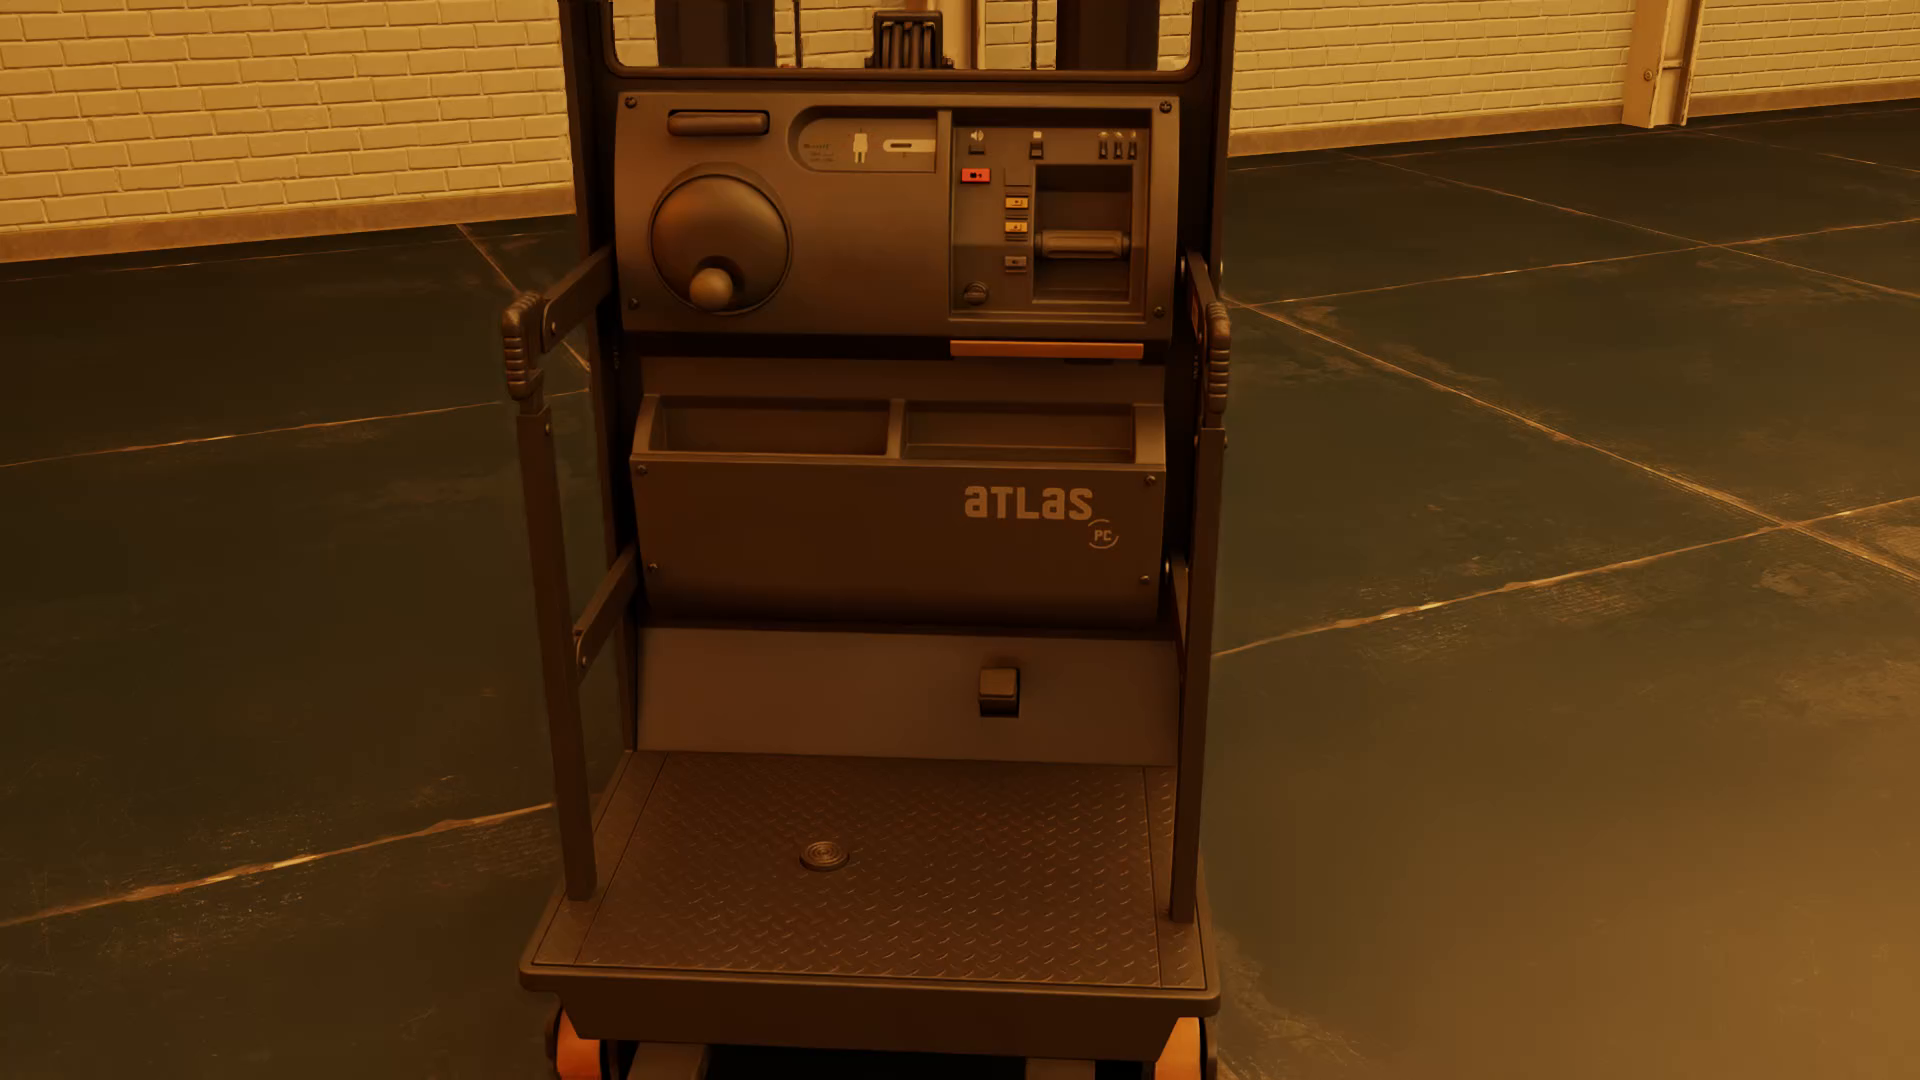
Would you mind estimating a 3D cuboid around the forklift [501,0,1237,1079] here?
[{"bbox_3d":[-0.118,-0.526,2.552,1.130,2.935,3.031,1,23,3],"label":"forklift"}]

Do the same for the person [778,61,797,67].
[{"bbox_3d":[-0.336,-0.661,4.849,0.974,1.436,0.834,-9,24,-20],"label":"person"}]
